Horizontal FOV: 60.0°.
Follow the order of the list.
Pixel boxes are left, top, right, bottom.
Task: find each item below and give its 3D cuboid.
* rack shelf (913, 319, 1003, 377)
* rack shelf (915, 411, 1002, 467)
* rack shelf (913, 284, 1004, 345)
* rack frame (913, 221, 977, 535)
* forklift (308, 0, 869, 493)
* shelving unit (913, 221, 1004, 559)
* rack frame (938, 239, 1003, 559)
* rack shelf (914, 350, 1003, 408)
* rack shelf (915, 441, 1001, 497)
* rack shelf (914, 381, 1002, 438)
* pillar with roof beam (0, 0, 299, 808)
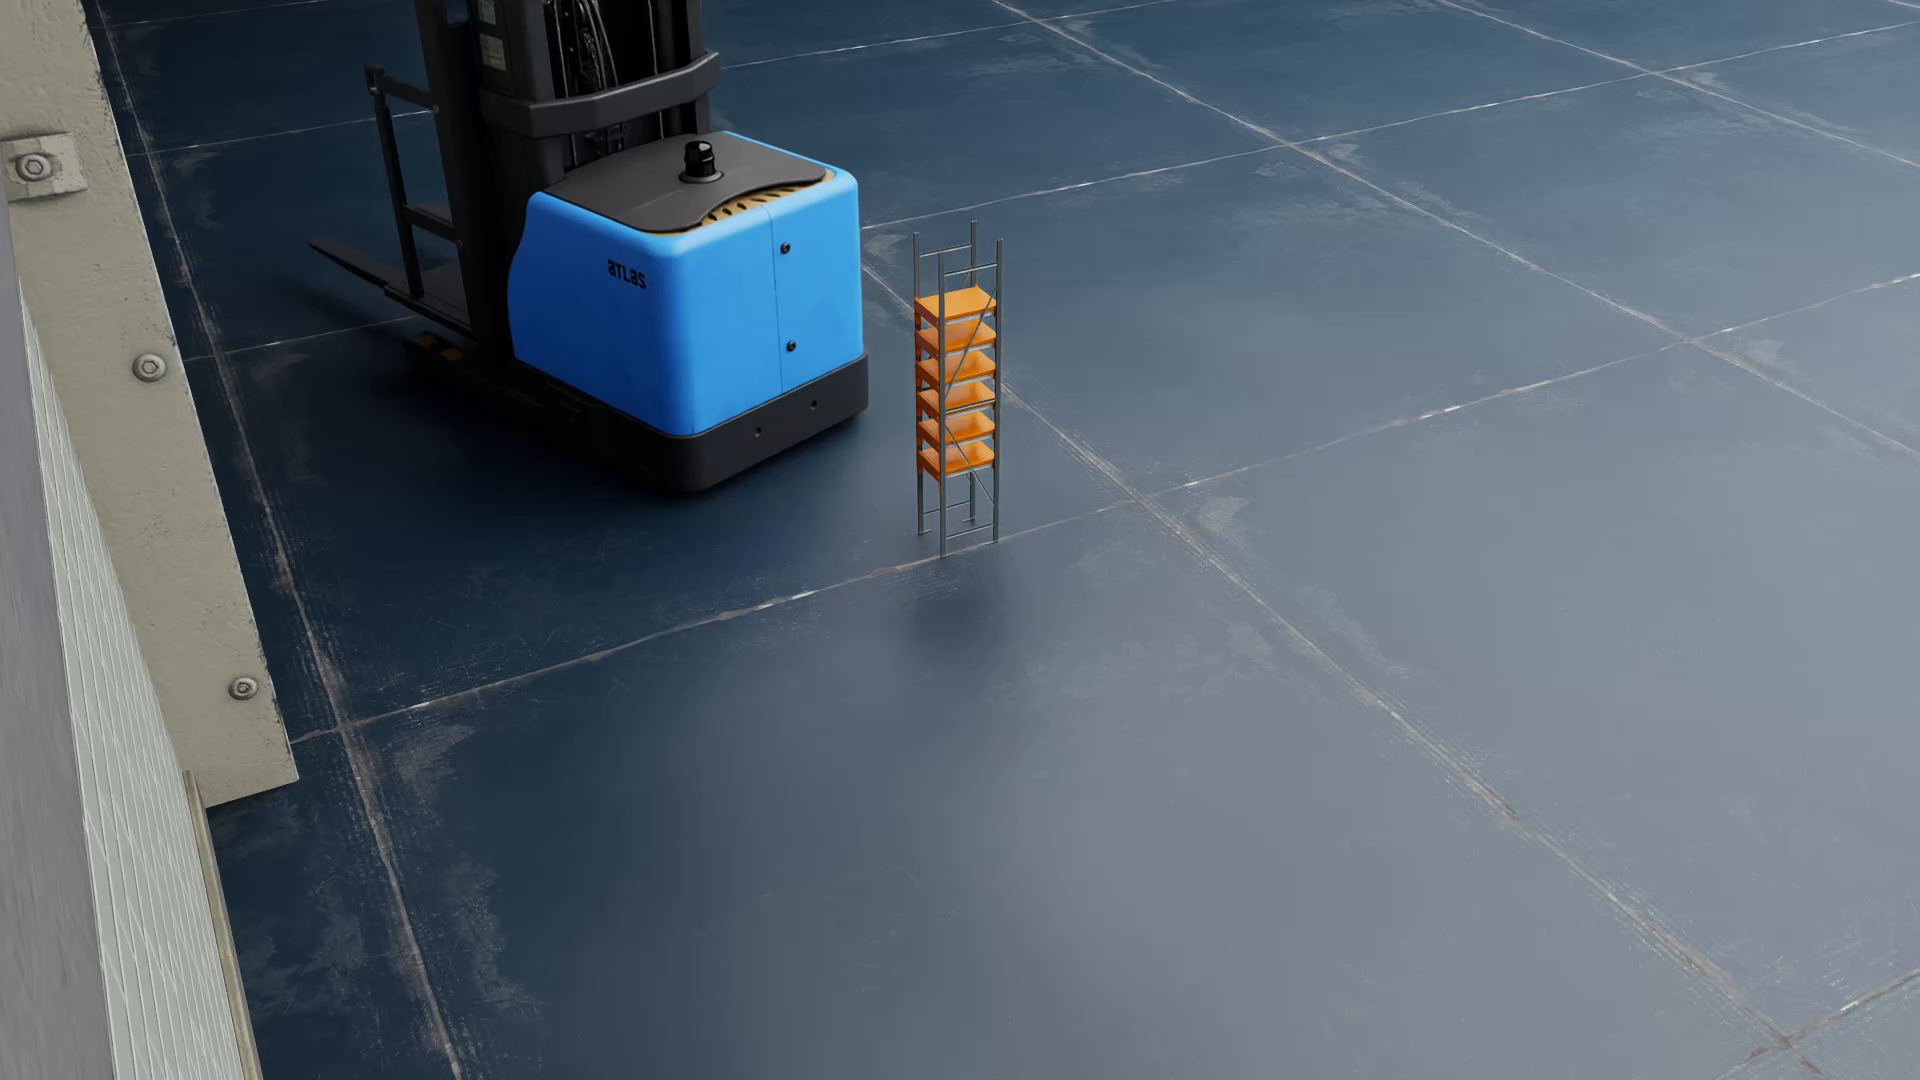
[{"bbox_3d":[-0.007,-0.677,5.787,0.258,0.103,0.180,-16,36,-23],"label":"rack shelf"},{"bbox_3d":[-0.007,-0.374,5.981,0.258,0.103,0.180,-16,36,-23],"label":"rack shelf"},{"bbox_3d":[-0.007,-0.778,5.722,0.258,0.103,0.180,-16,36,-23],"label":"rack shelf"},{"bbox_3d":[-0.049,-0.556,5.960,0.240,1.200,0.006,-16,36,-23],"label":"rack frame"},{"bbox_3d":[-1.814,-2.086,6.745,3.031,2.935,1.130,26,41,34],"label":"forklift"},{"bbox_3d":[-0.007,-0.512,5.892,0.258,1.200,0.189,-16,36,-23],"label":"shelving unit"},{"bbox_3d":[0.036,-0.468,5.824,0.240,1.200,0.006,-16,36,-23],"label":"rack frame"},{"bbox_3d":[-0.007,-0.576,5.851,0.258,0.103,0.180,-16,36,-23],"label":"rack shelf"},{"bbox_3d":[-0.007,-0.273,6.046,0.258,0.103,0.180,-16,36,-23],"label":"rack shelf"},{"bbox_3d":[-0.007,-0.475,5.916,0.258,0.103,0.180,-16,36,-23],"label":"rack shelf"},{"bbox_3d":[1.568,-4.197,4.414,9.100,9.000,0.400,-16,36,-23],"label":"pillar with roof beam"}]
